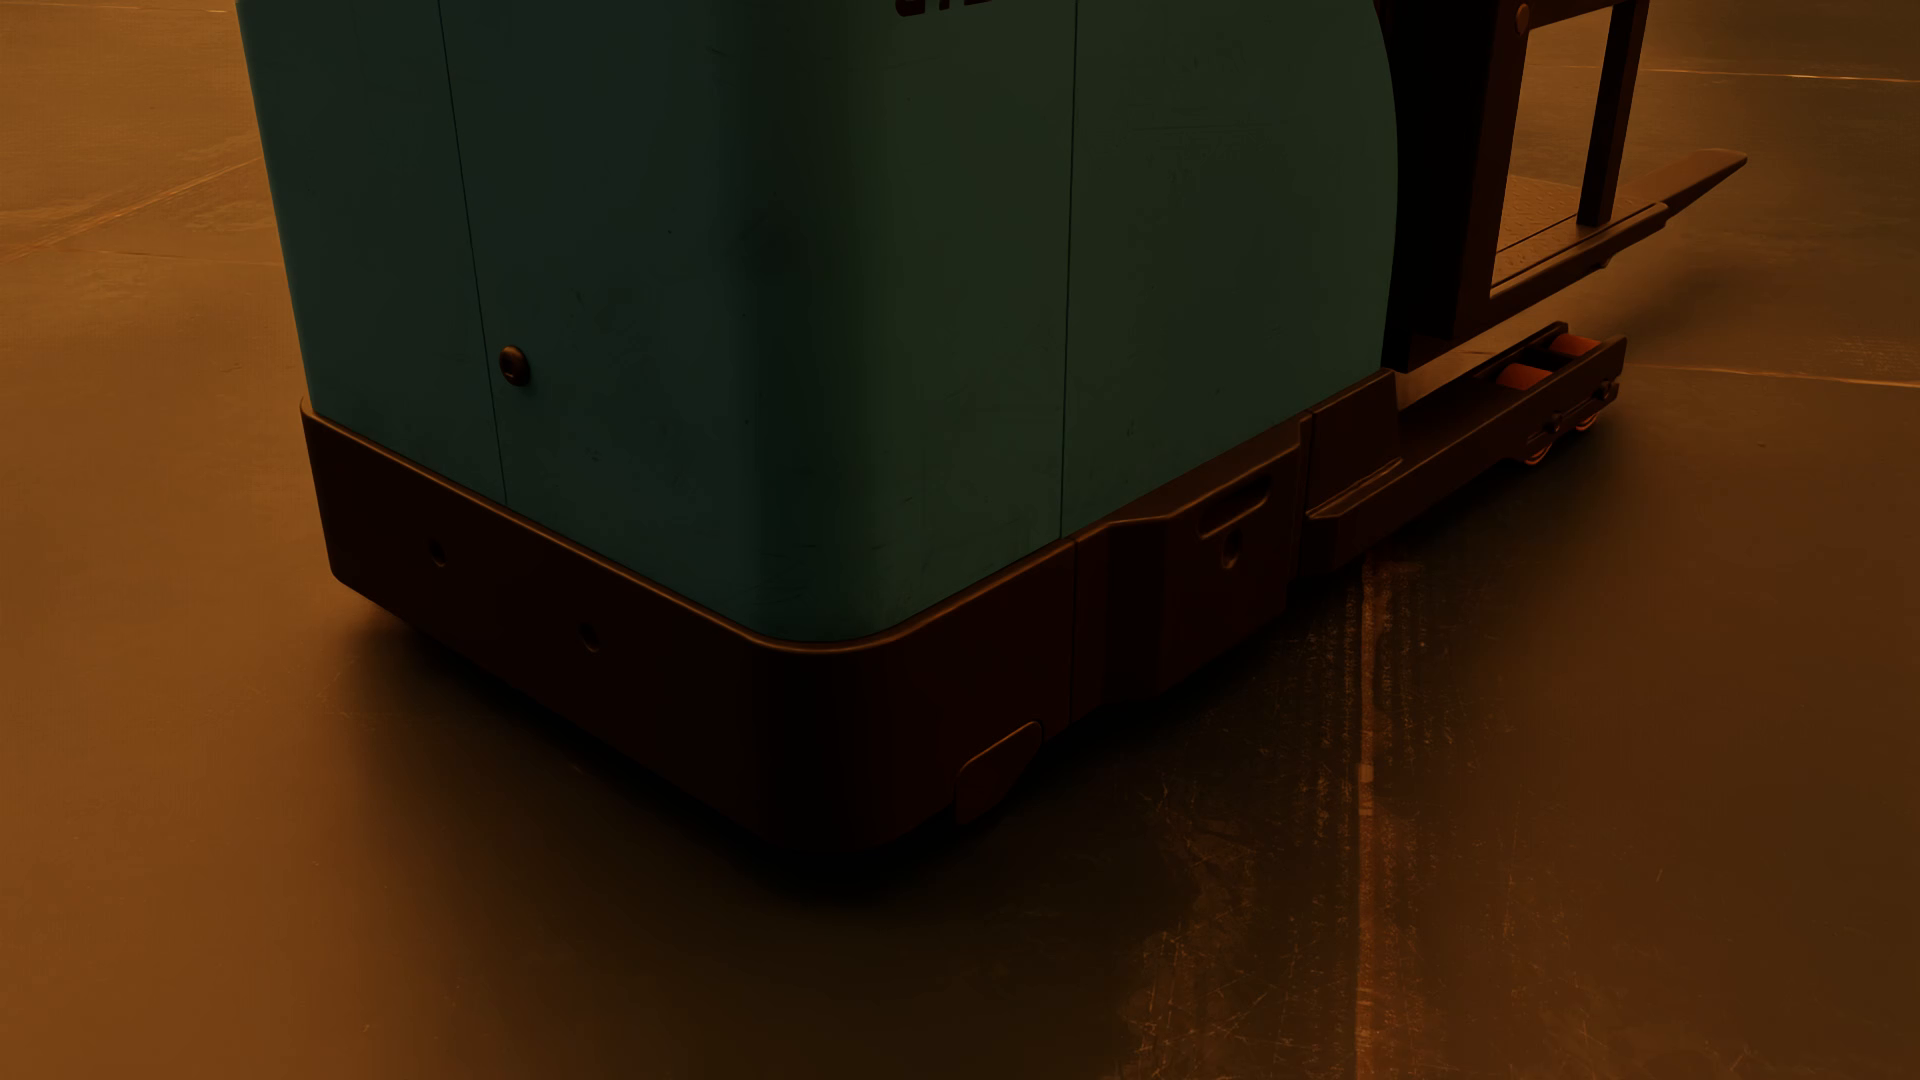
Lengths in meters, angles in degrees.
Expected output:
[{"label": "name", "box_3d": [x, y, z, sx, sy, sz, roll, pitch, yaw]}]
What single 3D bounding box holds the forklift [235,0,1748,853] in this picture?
[{"label": "forklift", "box_3d": [0.497, -1.567, 2.353, 1.130, 2.935, 3.031, 22, 34, 37]}]
